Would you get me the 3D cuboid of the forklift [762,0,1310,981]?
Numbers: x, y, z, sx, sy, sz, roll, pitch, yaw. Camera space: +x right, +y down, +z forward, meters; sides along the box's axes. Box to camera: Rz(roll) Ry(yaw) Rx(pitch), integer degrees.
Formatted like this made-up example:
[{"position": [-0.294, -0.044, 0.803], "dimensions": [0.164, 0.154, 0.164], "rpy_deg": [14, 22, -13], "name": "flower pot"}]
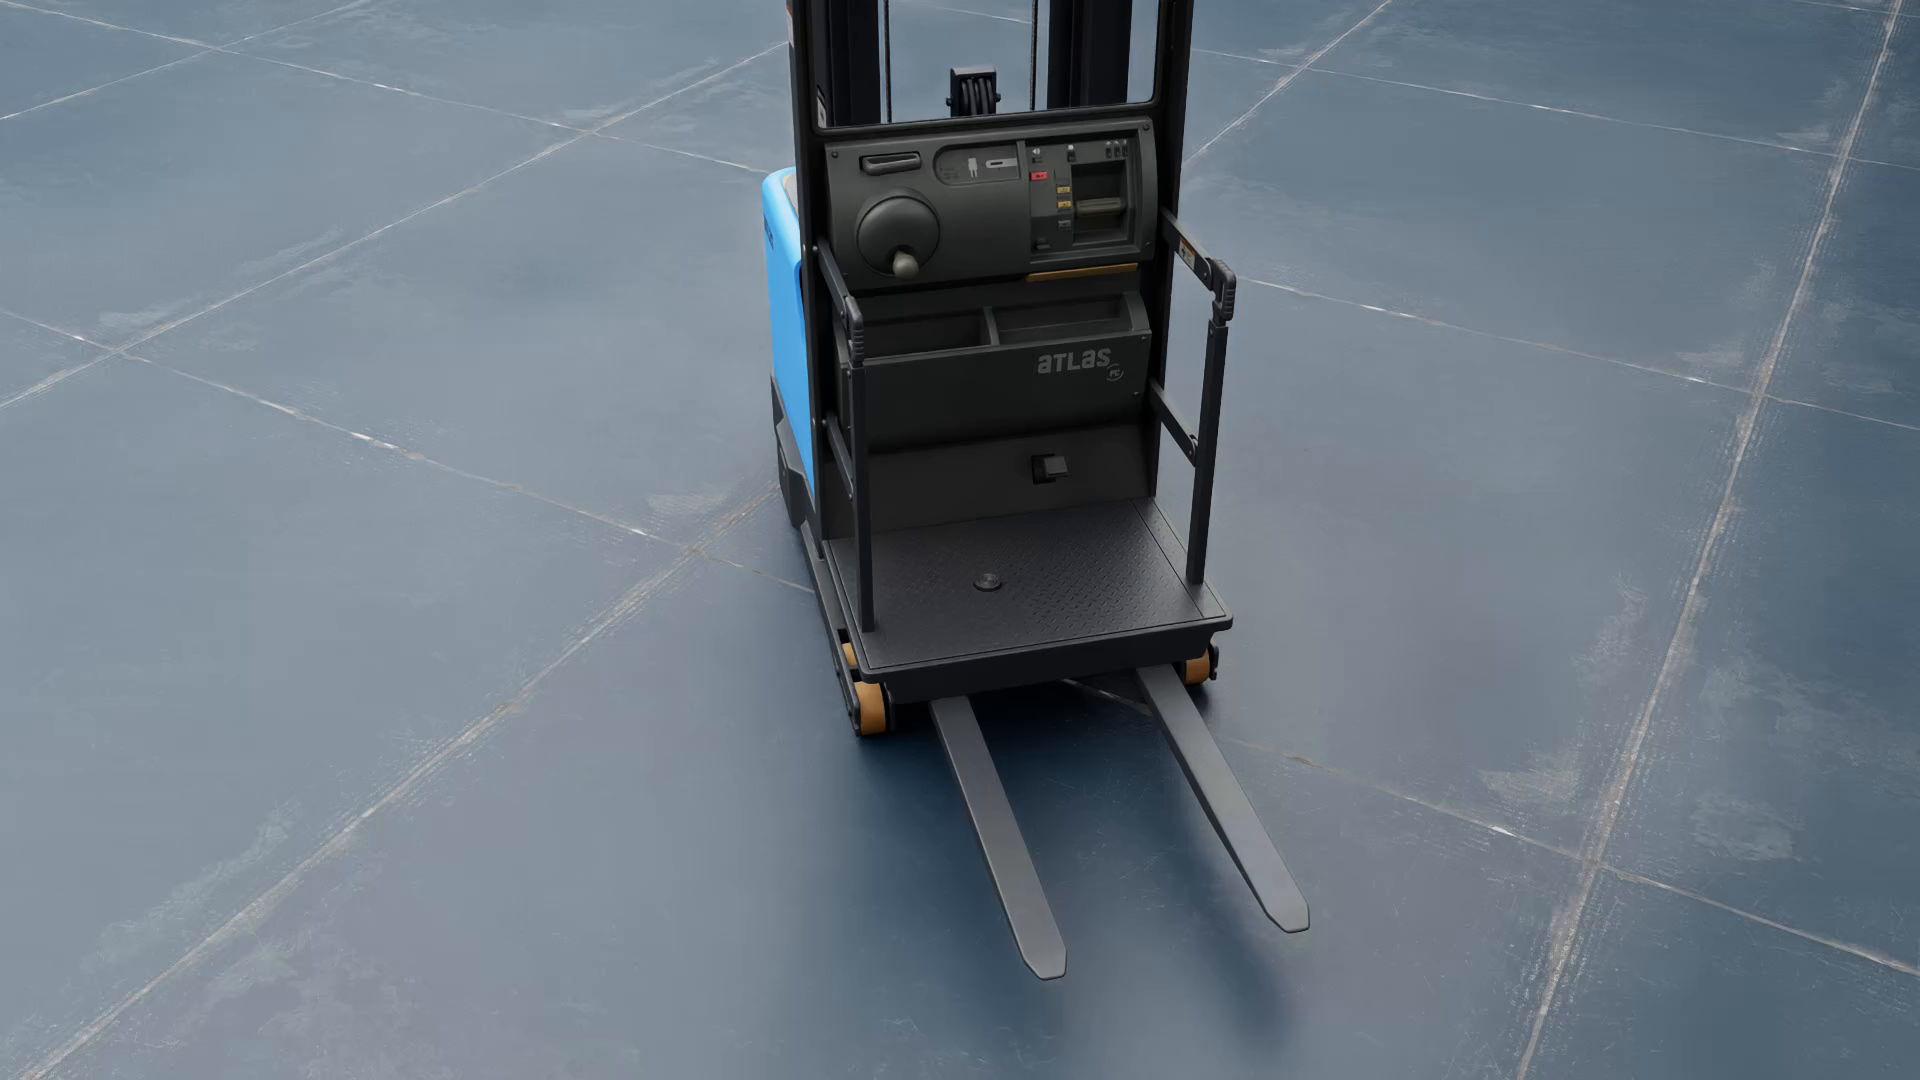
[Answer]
[{"position": [0.150, -0.881, 4.428], "dimensions": [1.130, 2.935, 3.031], "rpy_deg": [-8, 34, -11], "name": "forklift"}]
